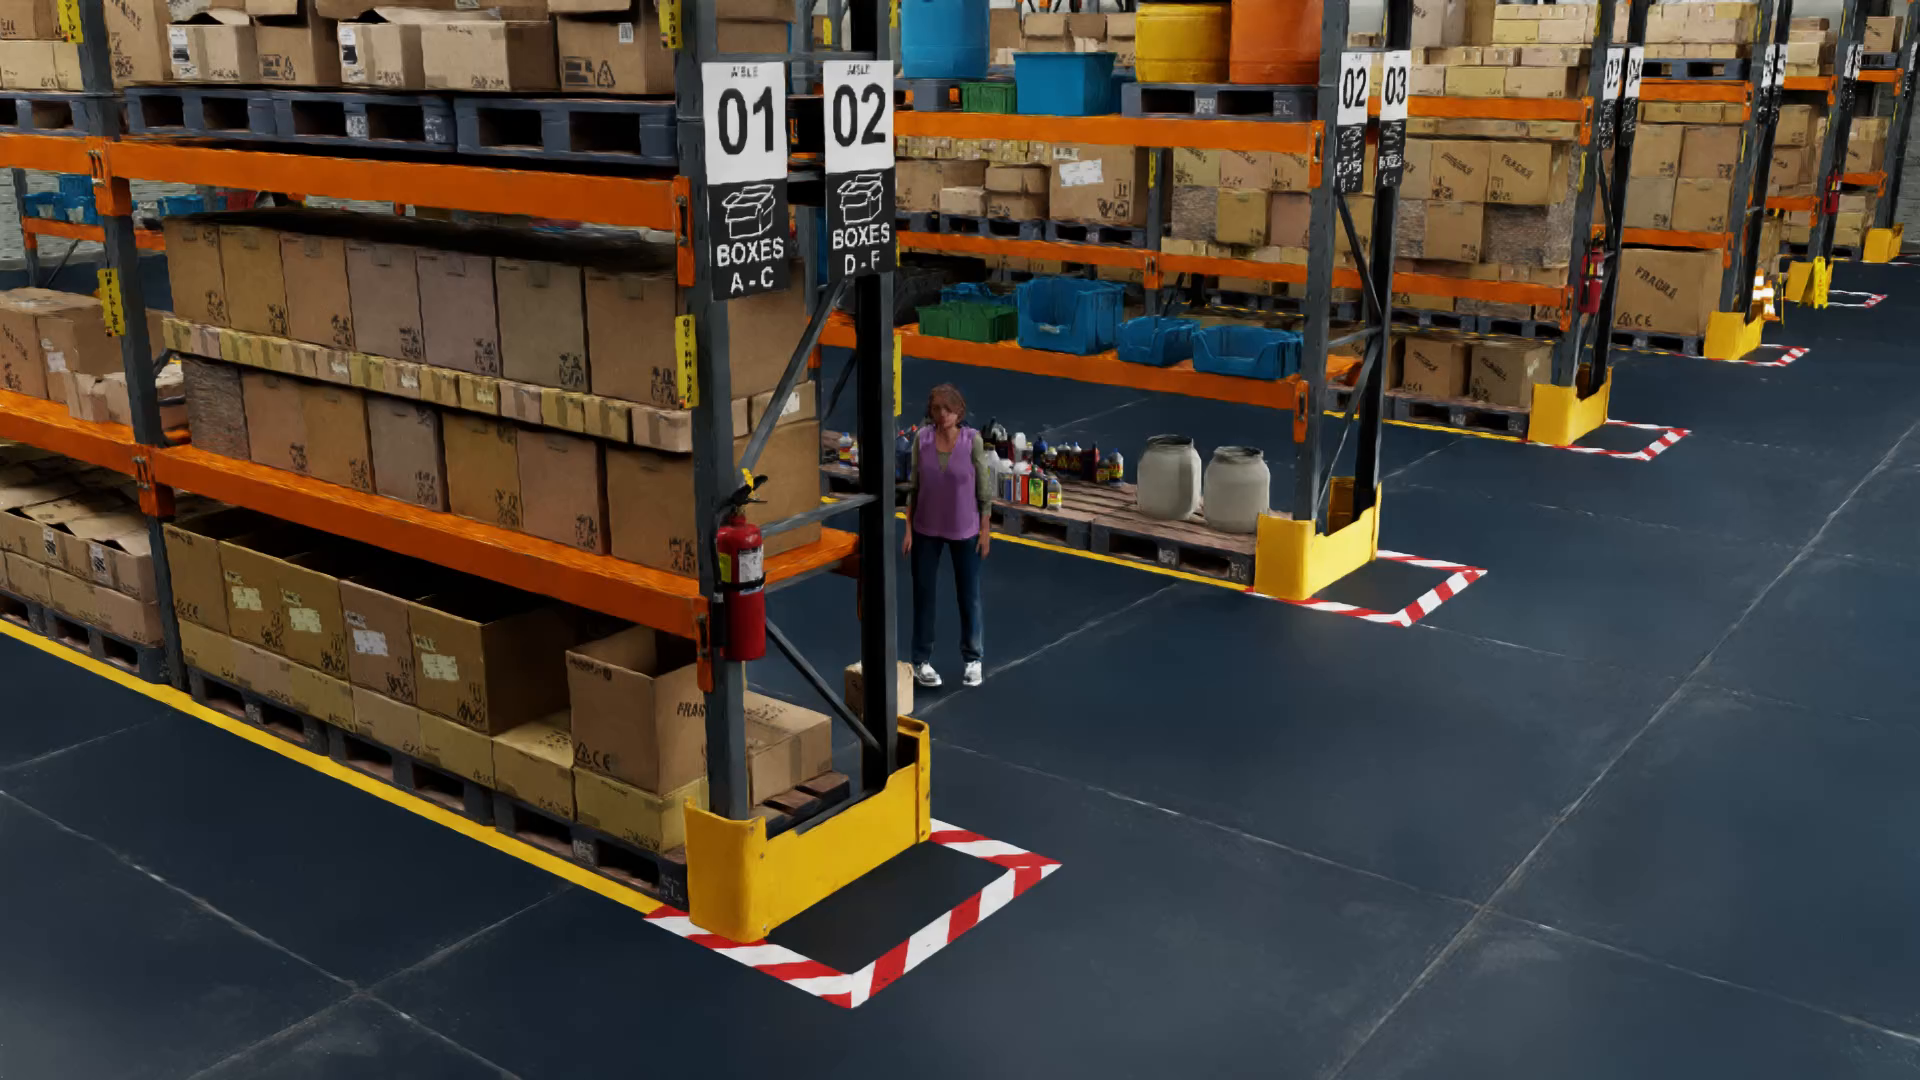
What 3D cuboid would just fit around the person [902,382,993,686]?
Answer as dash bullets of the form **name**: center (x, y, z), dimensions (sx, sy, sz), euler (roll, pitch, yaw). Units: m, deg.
- **person**: center (-0.067, -0.026, 8.573), dimensions (0.469, 1.600, 0.365), euler (3, 17, 9)
